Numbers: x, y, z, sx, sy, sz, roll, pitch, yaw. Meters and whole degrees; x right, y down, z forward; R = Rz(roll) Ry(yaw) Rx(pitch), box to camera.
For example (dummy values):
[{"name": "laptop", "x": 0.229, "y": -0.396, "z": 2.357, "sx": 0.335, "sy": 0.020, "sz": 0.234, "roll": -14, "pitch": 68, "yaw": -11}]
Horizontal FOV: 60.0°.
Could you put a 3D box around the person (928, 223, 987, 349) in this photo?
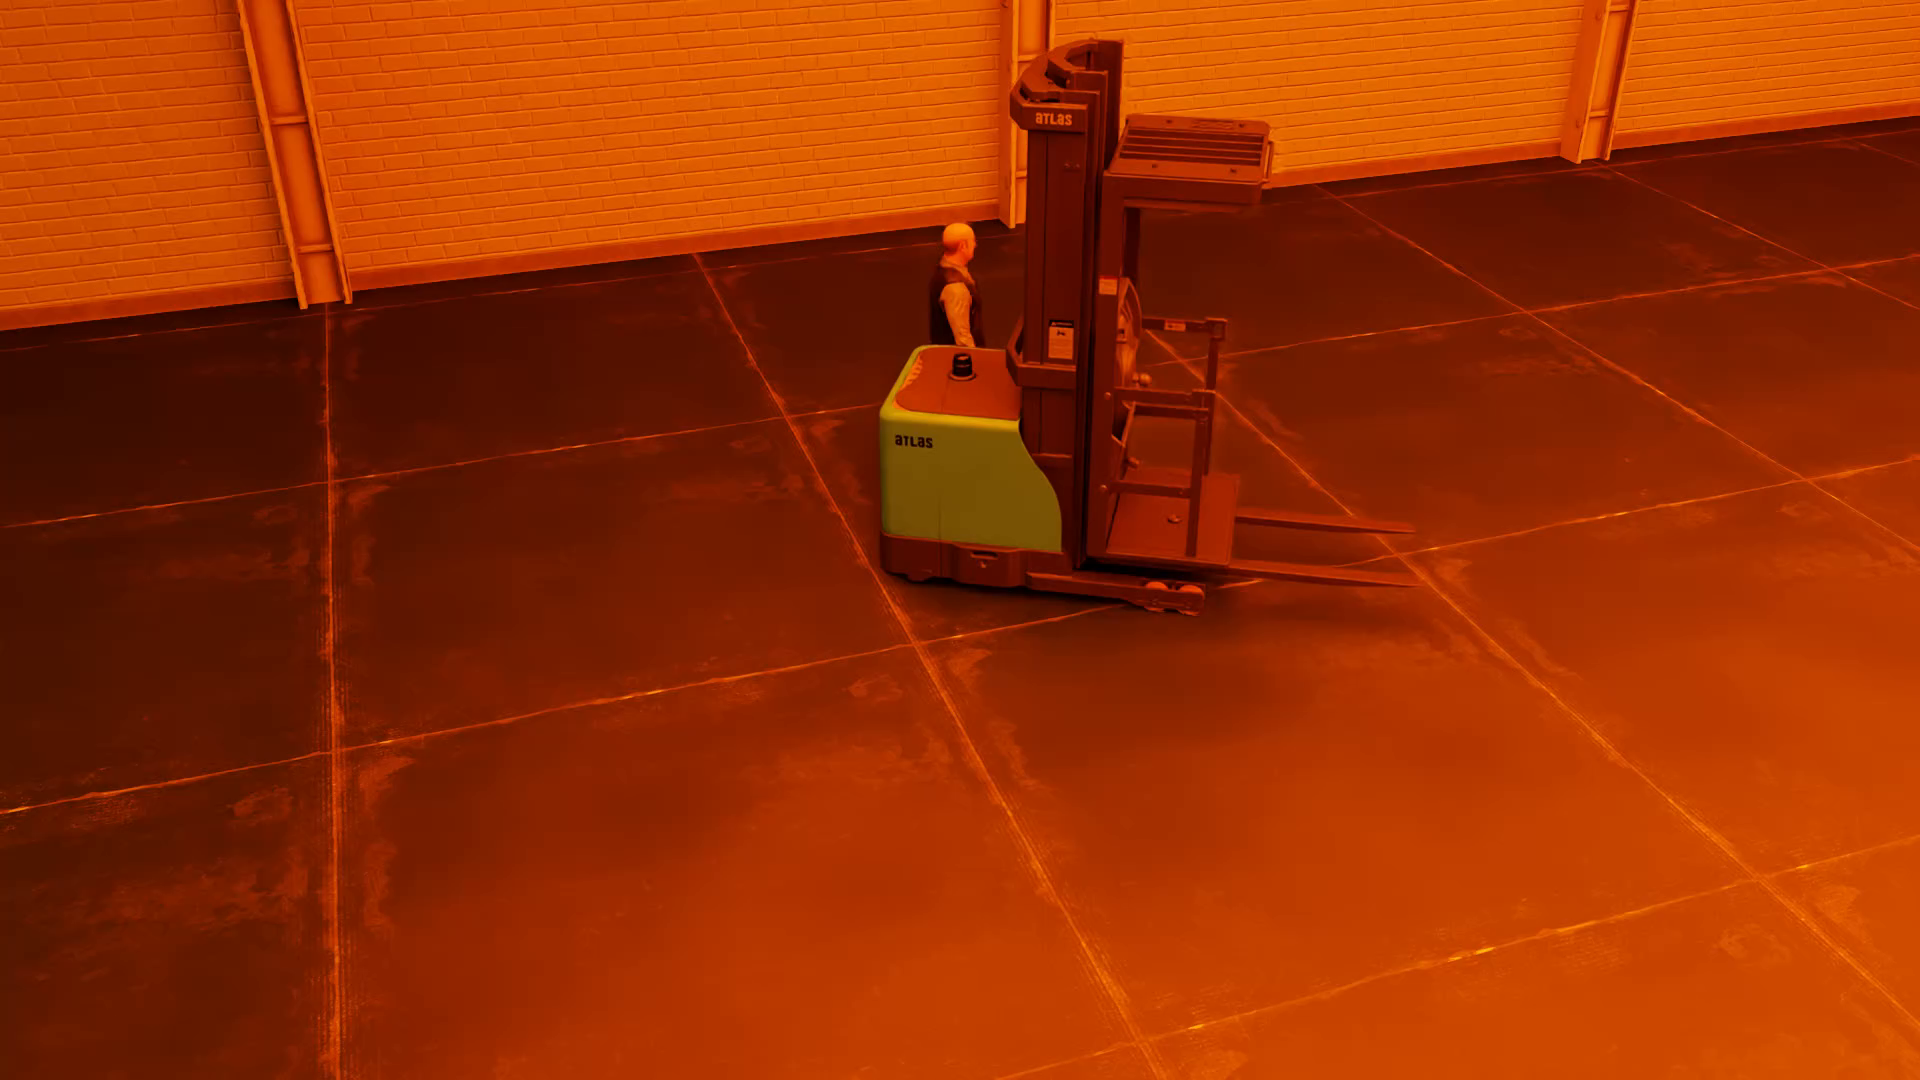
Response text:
[{"name": "person", "x": 0.027, "y": -1.155, "z": 10.426, "sx": 0.443, "sy": 1.678, "sz": 0.822, "roll": -1, "pitch": 30, "yaw": -2}]

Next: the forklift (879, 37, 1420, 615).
[{"name": "forklift", "x": 1.108, "y": -1.138, "z": 9.065, "sx": 3.031, "sy": 2.935, "sz": 1.130, "roll": 6, "pitch": 30, "yaw": 10}]
